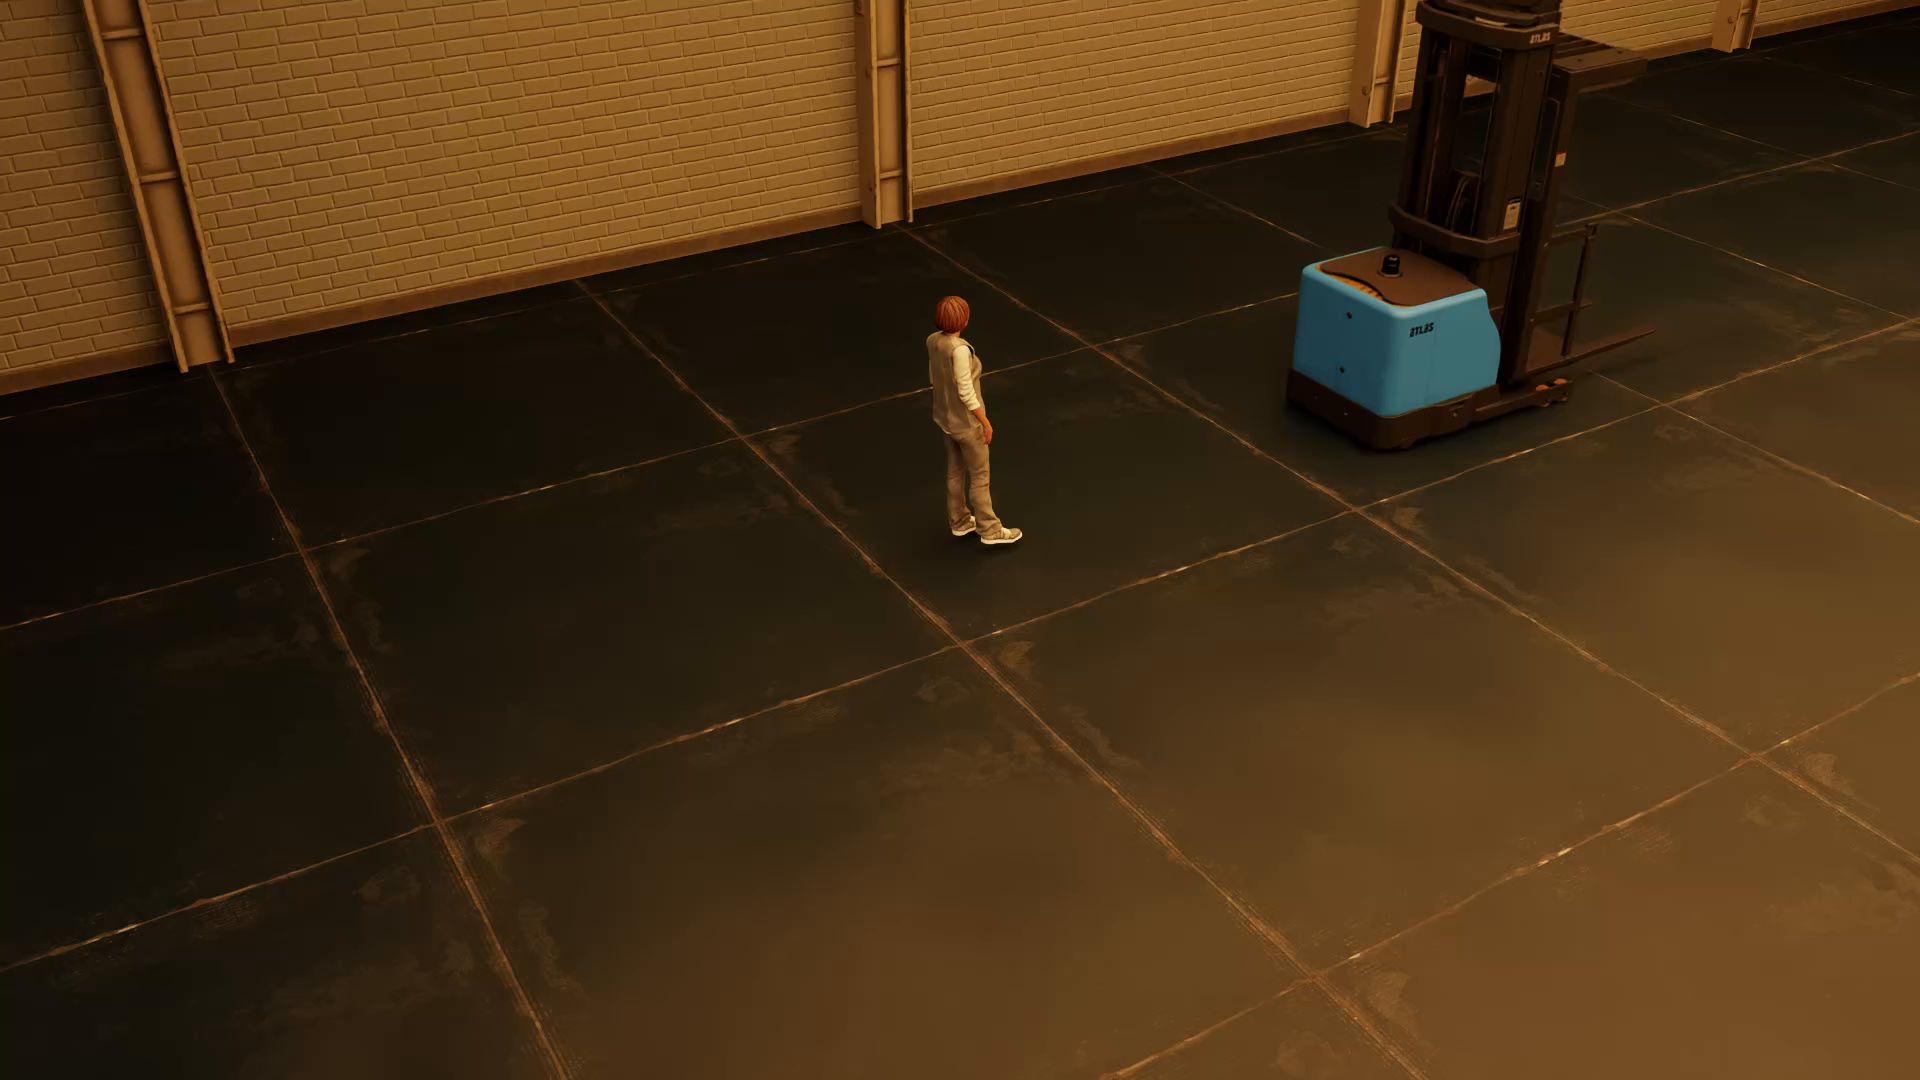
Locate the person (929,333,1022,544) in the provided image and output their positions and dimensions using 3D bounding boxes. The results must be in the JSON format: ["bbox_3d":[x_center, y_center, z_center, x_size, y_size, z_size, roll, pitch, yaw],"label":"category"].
[{"bbox_3d":[0.076,-0.639,10.151,0.461,1.360,0.520,-17,35,-26],"label":"person"}]

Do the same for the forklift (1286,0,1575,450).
[{"bbox_3d":[3.901,-2.435,11.714,3.031,2.935,1.130,-17,35,-27],"label":"forklift"}]
